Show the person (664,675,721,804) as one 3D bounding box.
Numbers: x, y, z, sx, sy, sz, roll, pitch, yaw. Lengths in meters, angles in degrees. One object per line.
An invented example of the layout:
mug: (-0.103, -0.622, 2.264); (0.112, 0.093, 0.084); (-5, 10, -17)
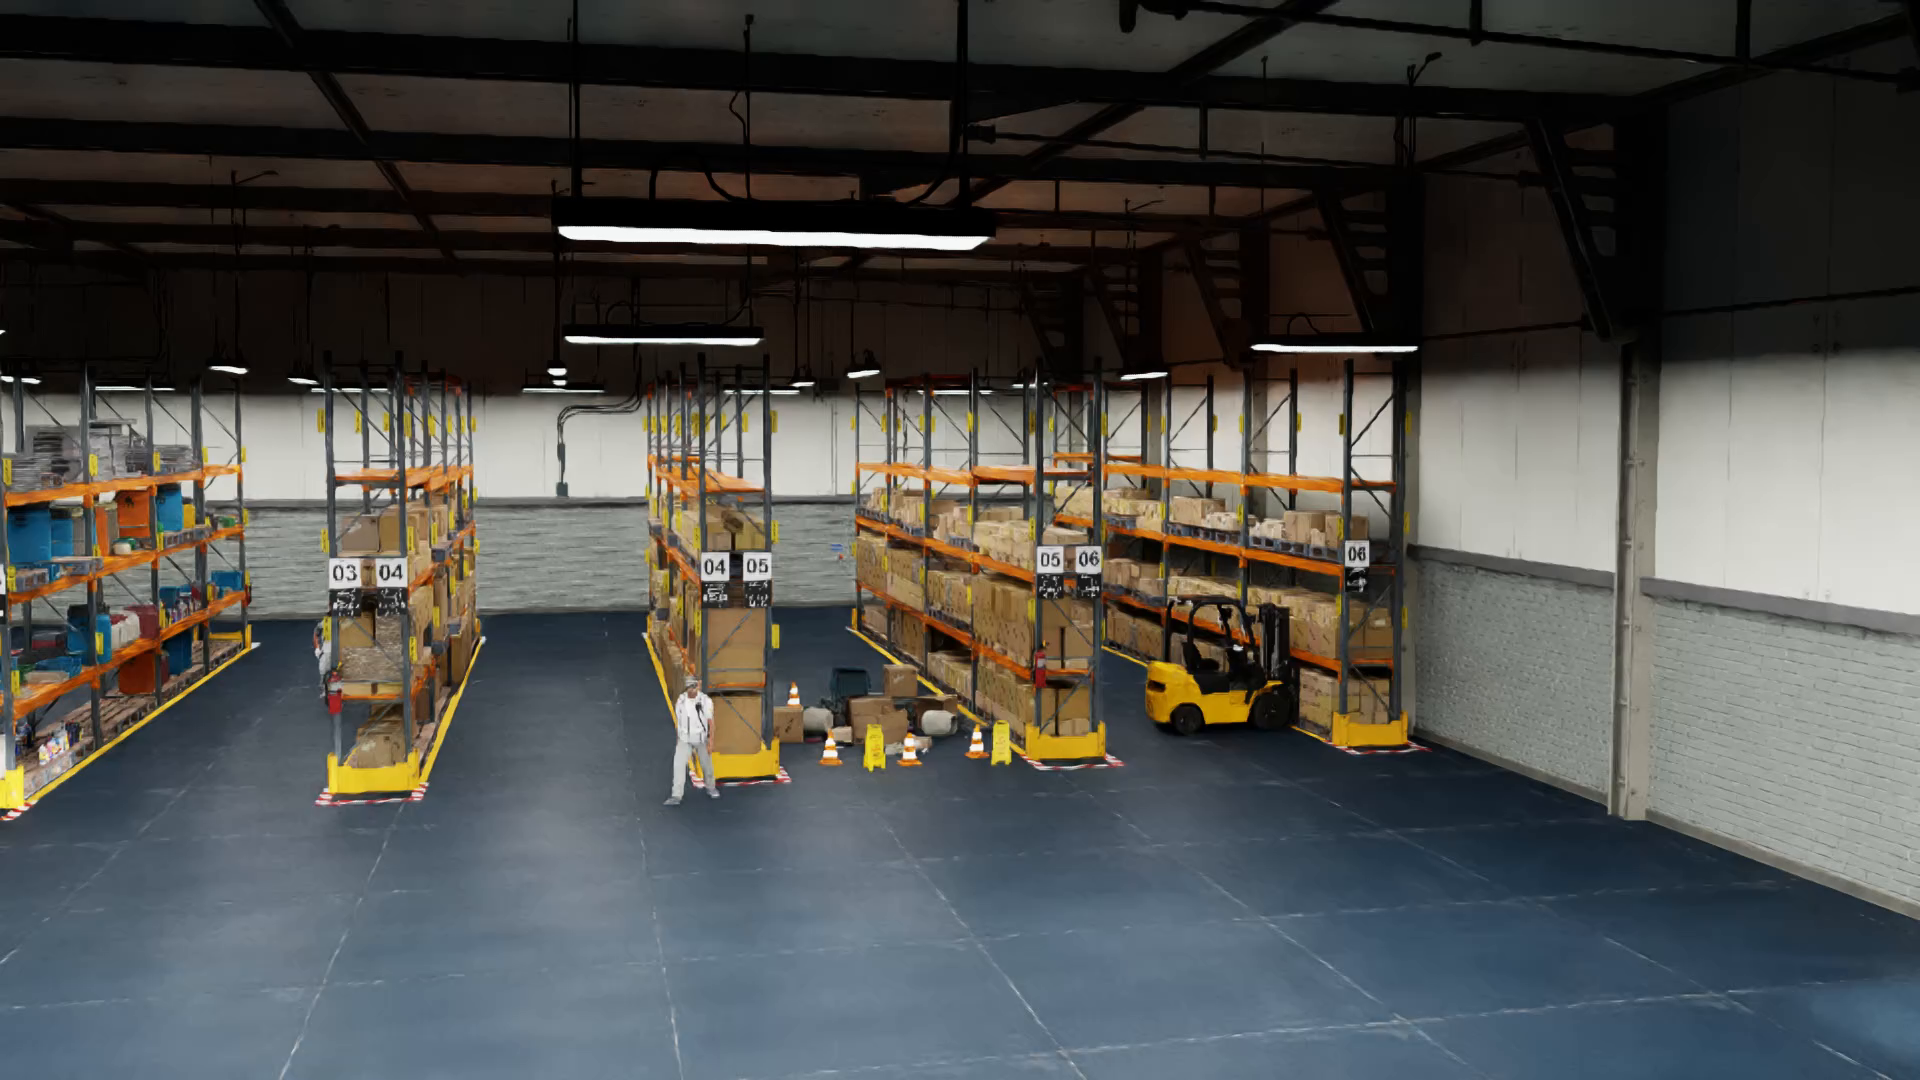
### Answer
person: (-3.522, 2.617, 21.985); (0.583, 1.711, 0.969); (1, 4, 10)

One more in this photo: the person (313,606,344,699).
person: (-11.383, 2.042, 30.179); (0.677, 1.742, 0.552); (-1, 4, -15)

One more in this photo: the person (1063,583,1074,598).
person: (2.784, 1.138, 43.086); (0.696, 1.714, 0.479); (4, 5, 42)
